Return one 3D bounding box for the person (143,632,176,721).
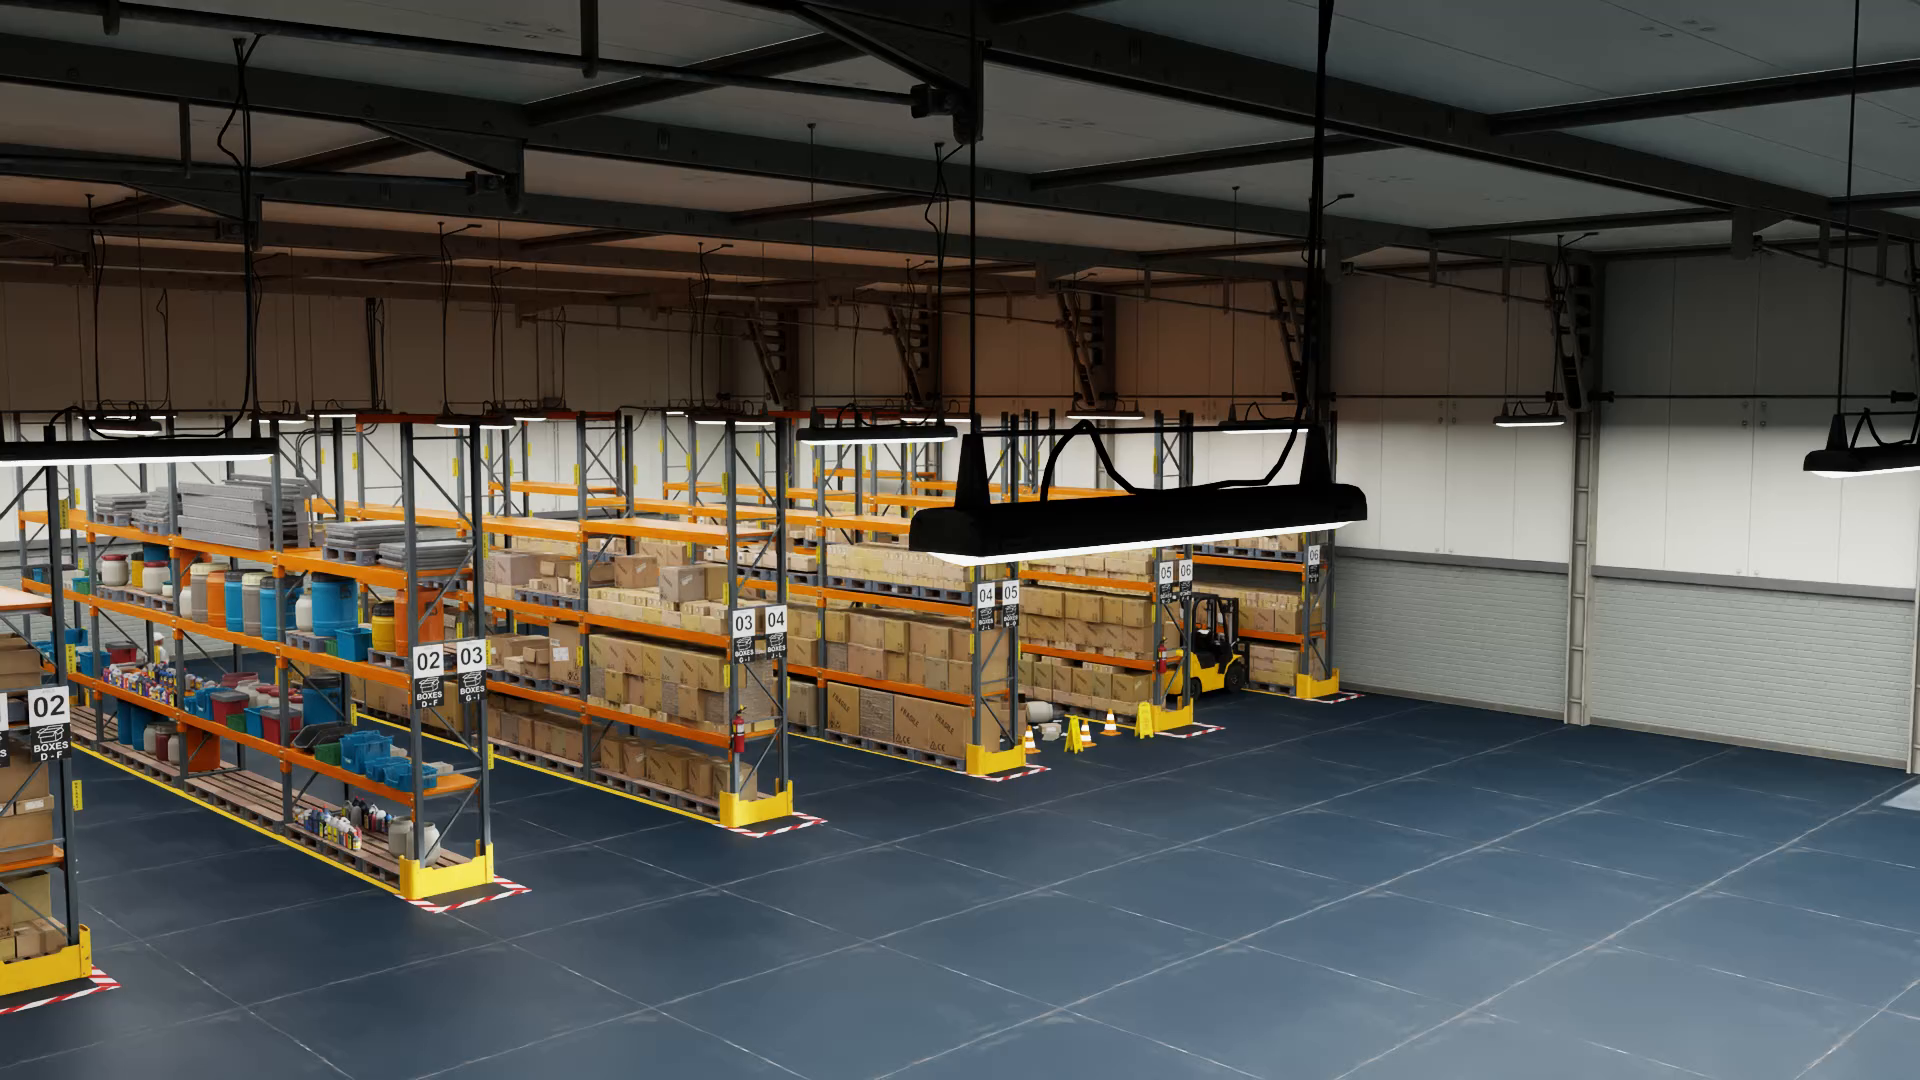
[{"bbox_3d":[-15.448,2.664,31.969,0.544,1.779,0.526,0,5,-4],"label":"person"}]
